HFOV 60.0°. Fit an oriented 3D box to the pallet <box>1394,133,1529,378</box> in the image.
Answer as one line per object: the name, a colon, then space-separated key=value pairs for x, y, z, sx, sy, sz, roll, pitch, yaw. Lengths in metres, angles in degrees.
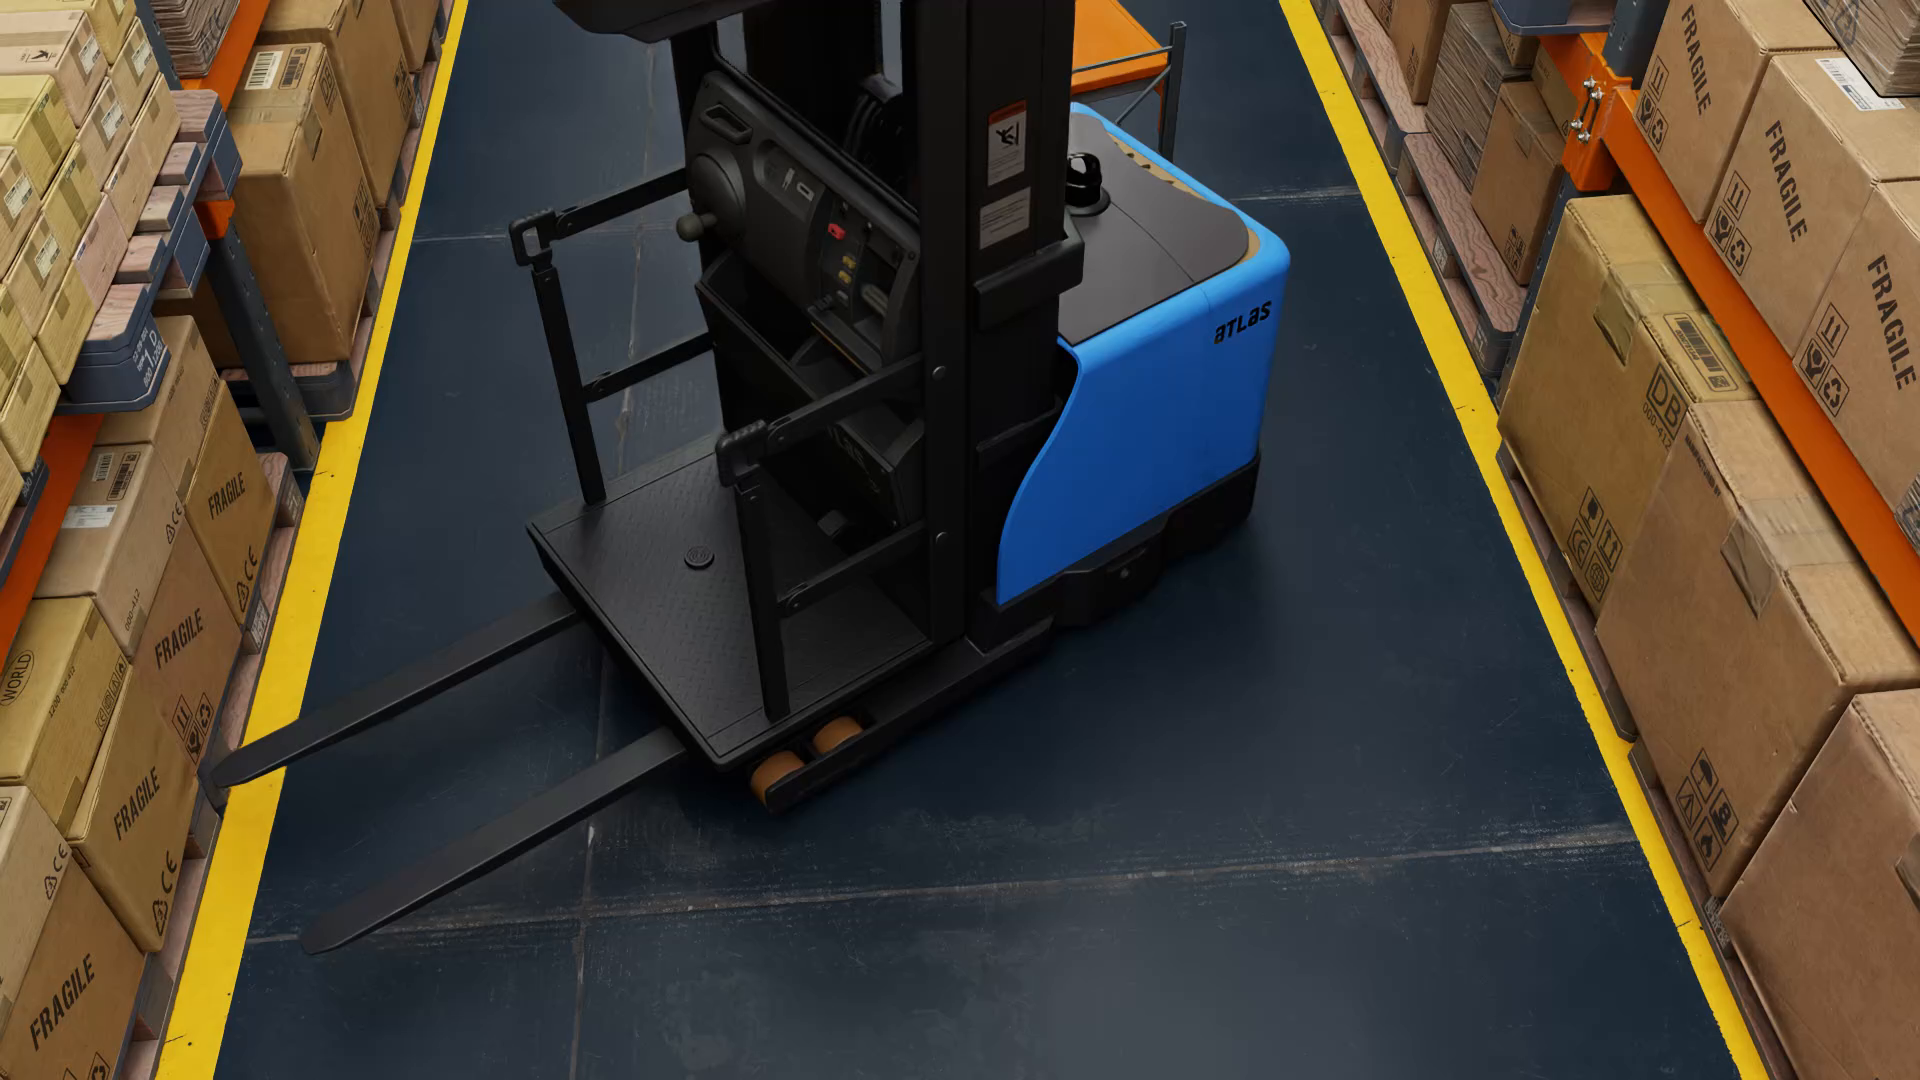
pallet: x=2.265 y=-1.100 z=6.147 sx=1.003 sy=0.211 sz=1.213 roll=-3 pitch=47 yaw=-3

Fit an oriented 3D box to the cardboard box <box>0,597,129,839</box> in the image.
cardboard box: x=-2.223 y=0.404 z=3.717 sx=0.500 sy=0.250 sz=0.500 roll=-2 pitch=47 yaw=-2

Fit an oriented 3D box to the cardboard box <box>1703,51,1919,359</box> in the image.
cardboard box: x=2.144 y=-0.787 z=3.860 sx=0.500 sy=0.500 sz=0.500 roll=-5 pitch=47 yaw=-4

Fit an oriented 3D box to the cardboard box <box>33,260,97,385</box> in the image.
cardboard box: x=-2.064 y=-0.448 z=3.492 sx=0.380 sy=0.149 sz=0.250 roll=-4 pitch=47 yaw=-4

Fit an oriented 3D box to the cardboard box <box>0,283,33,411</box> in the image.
cardboard box: x=-2.039 y=-0.351 z=3.196 sx=0.380 sy=0.149 sz=0.250 roll=-4 pitch=47 yaw=-4

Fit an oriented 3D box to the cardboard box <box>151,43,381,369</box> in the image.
cardboard box: x=-2.583 y=-1.082 z=5.469 sx=1.050 sy=0.750 sz=0.750 roll=-4 pitch=47 yaw=-4

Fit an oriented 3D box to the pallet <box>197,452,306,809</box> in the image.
pallet: x=-2.558 y=0.259 z=4.859 sx=1.003 sy=0.211 sz=1.213 roll=-3 pitch=47 yaw=-3

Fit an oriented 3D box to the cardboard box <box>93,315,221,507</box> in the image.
cardboard box: x=-2.303 y=-0.329 z=4.412 sx=0.500 sy=0.250 sz=0.500 roll=-4 pitch=47 yaw=-4

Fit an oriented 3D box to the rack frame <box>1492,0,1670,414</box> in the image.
rack frame: x=2.329 y=-1.494 z=4.599 sx=1.000 sy=3.000 sz=0.127 roll=-3 pitch=47 yaw=-3

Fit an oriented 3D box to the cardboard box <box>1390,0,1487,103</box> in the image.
cardboard box: x=2.140 y=-2.079 z=6.572 sx=0.700 sy=0.500 sz=0.500 roll=0 pitch=47 yaw=0

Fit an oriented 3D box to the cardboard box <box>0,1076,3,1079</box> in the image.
cardboard box: x=-2.130 y=1.411 z=3.280 sx=0.500 sy=0.500 sz=0.500 roll=-2 pitch=47 yaw=-1

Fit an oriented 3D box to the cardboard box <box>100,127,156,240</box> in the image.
cardboard box: x=-2.103 y=-0.814 z=3.839 sx=0.380 sy=0.149 sz=0.250 roll=-4 pitch=47 yaw=-3

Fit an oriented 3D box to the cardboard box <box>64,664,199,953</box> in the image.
cardboard box: x=-2.206 y=0.668 z=3.984 sx=0.500 sy=0.500 sz=0.500 roll=-5 pitch=47 yaw=-5

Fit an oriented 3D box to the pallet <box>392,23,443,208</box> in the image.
pallet: x=-2.712 y=-1.762 z=6.773 sx=1.003 sy=0.211 sz=1.213 roll=-3 pitch=47 yaw=-3

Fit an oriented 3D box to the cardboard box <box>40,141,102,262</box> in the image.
cardboard box: x=-2.078 y=-0.712 z=3.538 sx=0.380 sy=0.149 sz=0.250 roll=-2 pitch=47 yaw=-2

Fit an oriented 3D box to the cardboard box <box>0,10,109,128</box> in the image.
cardboard box: x=-2.105 y=-1.019 z=3.623 sx=0.380 sy=0.149 sz=0.250 roll=-4 pitch=47 yaw=-4

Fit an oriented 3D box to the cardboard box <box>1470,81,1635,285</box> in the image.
cardboard box: x=2.253 y=-1.269 z=5.804 sx=0.700 sy=0.500 sz=0.500 roll=-6 pitch=47 yaw=-5

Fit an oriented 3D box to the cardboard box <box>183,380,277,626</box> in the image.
cardboard box: x=-2.306 y=-0.090 z=4.701 sx=0.500 sy=0.500 sz=0.500 roll=-4 pitch=47 yaw=-3

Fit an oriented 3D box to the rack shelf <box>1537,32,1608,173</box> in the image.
rack shelf: x=2.162 y=-2.693 z=6.230 sx=1.077 sy=0.370 sz=4.000 roll=-3 pitch=47 yaw=-3

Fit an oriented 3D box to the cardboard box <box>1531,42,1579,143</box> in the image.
cardboard box: x=2.243 y=-1.526 z=5.531 sx=0.500 sy=0.250 sz=0.500 roll=-2 pitch=47 yaw=-2

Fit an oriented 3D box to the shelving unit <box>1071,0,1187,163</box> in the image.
shelving unit: x=0.280 y=-1.511 z=5.906 sx=0.538 sy=1.125 sz=1.048 roll=-17 pitch=49 yaw=-16

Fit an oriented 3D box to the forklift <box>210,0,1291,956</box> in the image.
forklift: x=-0.559 y=-0.709 z=3.903 sx=3.031 sy=2.935 sz=1.130 roll=-29 pitch=53 yaw=-24

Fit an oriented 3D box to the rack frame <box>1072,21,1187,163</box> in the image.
rack frame: x=0.479 y=-1.171 z=5.585 sx=0.500 sy=1.125 sz=0.032 roll=-17 pitch=49 yaw=-16

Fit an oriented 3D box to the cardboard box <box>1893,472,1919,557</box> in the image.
cardboard box: x=2.231 y=-0.054 z=3.167 sx=0.500 sy=0.500 sz=0.500 roll=-3 pitch=47 yaw=-3

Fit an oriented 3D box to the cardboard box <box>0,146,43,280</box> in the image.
cardboard box: x=-2.057 y=-0.637 z=3.261 sx=0.380 sy=0.149 sz=0.250 roll=-2 pitch=47 yaw=-2

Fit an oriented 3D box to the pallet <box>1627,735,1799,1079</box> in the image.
pallet: x=2.419 y=0.921 z=4.232 sx=1.003 sy=0.211 sz=1.213 roll=-3 pitch=47 yaw=-3

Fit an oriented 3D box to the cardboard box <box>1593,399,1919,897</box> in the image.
cardboard box: x=2.433 y=0.239 z=4.132 sx=1.225 sy=0.875 sz=0.875 roll=-3 pitch=47 yaw=-3

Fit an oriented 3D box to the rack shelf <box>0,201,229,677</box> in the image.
rack shelf: x=-2.454 y=0.429 z=3.273 sx=1.077 sy=0.370 sz=4.000 roll=-3 pitch=47 yaw=-3

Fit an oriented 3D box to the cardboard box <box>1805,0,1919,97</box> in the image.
cardboard box: x=2.374 y=-1.343 z=3.696 sx=0.797 sy=0.503 sz=0.637 roll=-2 pitch=47 yaw=-2

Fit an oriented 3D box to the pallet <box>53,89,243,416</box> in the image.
pallet: x=-2.456 y=-0.690 z=3.970 sx=1.213 sy=0.211 sz=1.003 roll=-3 pitch=47 yaw=-3

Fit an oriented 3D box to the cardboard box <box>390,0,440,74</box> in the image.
cardboard box: x=-2.738 y=-2.388 z=6.706 sx=1.050 sy=0.750 sz=0.750 roll=-3 pitch=47 yaw=-3

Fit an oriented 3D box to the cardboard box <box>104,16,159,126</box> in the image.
cardboard box: x=-2.127 y=-1.096 z=3.901 sx=0.380 sy=0.149 sz=0.250 roll=-3 pitch=47 yaw=-2

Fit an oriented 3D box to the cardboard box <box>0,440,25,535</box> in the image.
cardboard box: x=-2.020 y=-0.066 z=3.130 sx=0.380 sy=0.149 sz=0.250 roll=-2 pitch=47 yaw=-2

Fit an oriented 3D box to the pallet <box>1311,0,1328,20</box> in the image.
pallet: x=2.061 y=-2.865 z=7.818 sx=1.003 sy=0.211 sz=1.213 roll=-3 pitch=47 yaw=-3
